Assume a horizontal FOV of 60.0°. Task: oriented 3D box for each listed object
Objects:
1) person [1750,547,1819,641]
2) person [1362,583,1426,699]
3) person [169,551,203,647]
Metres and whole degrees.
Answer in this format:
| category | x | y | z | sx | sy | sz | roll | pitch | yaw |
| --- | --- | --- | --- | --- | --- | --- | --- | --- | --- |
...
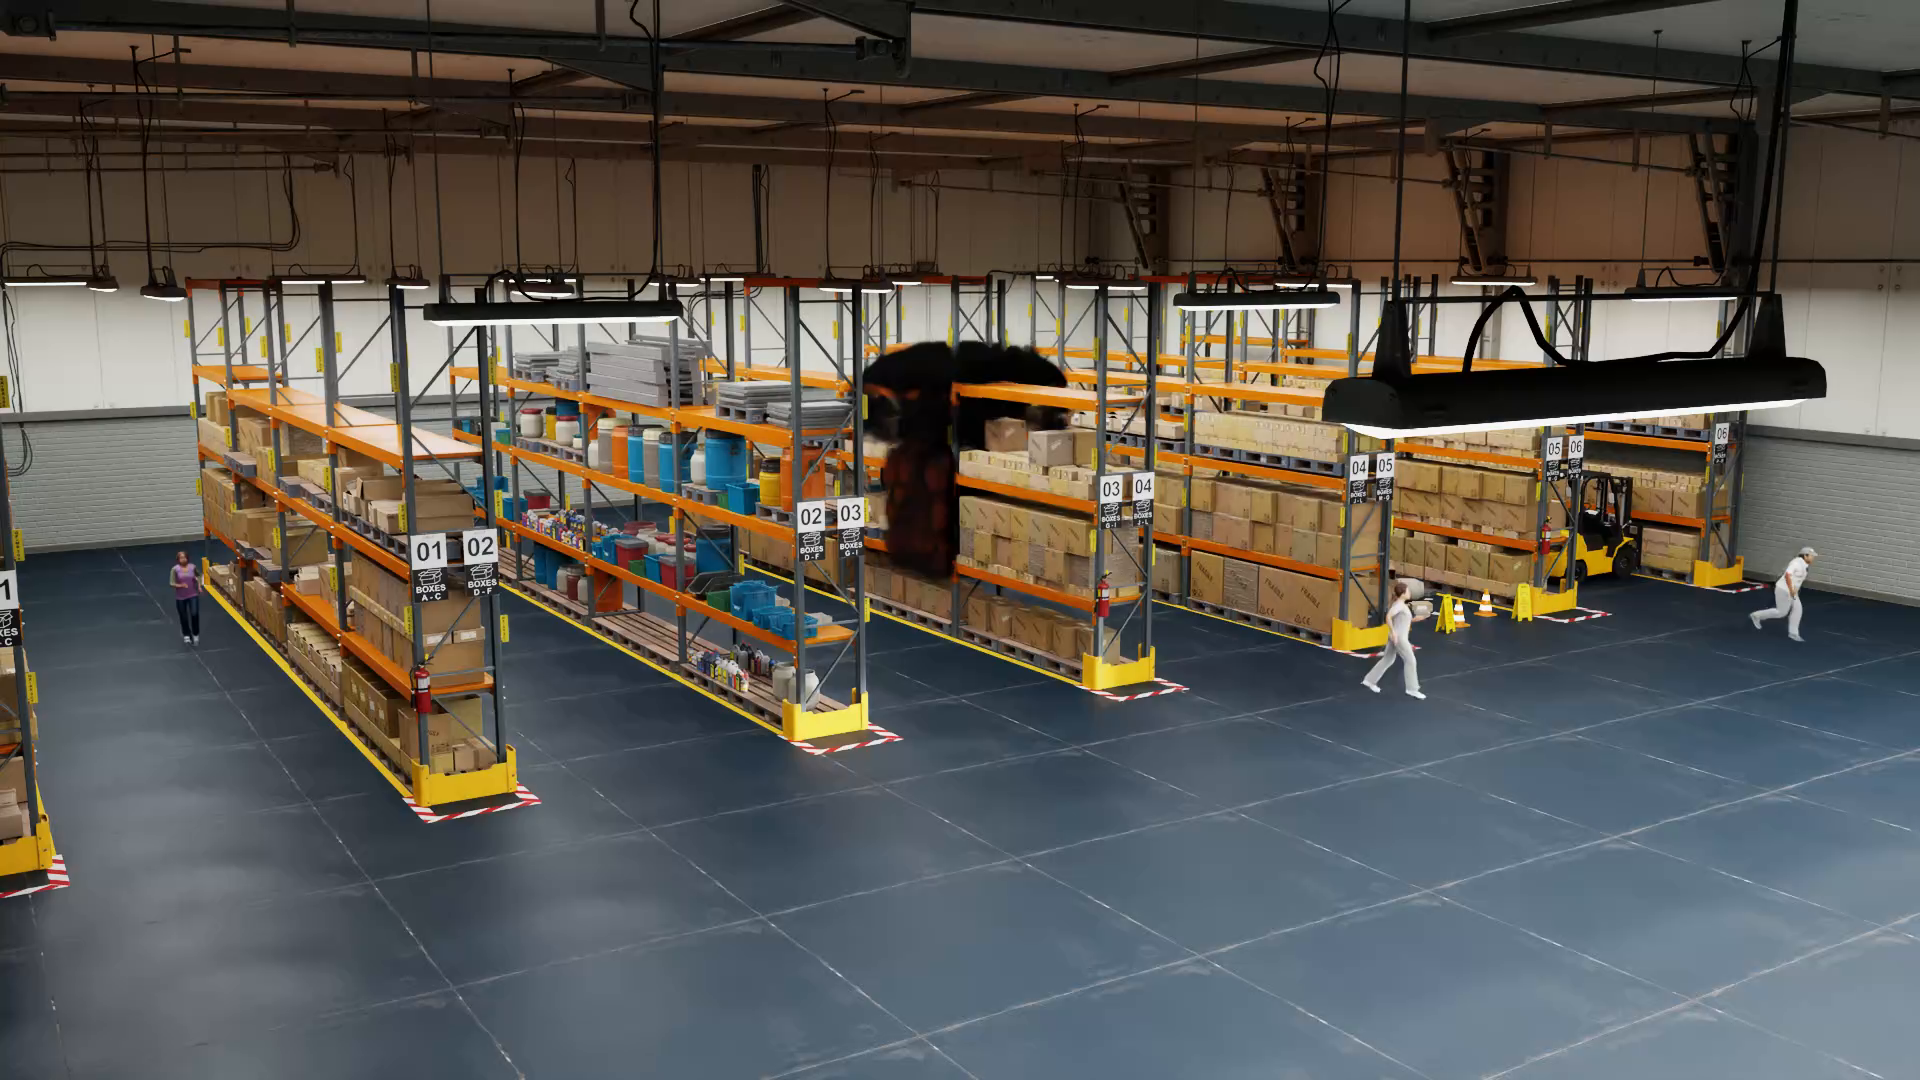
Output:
| category | x | y | z | sx | sy | sz | roll | pitch | yaw |
| --- | --- | --- | --- | --- | --- | --- | --- | --- | --- |
| person | 13.912 | 0.892 | 28.084 | 0.965 | 1.624 | 0.615 | 5 | 11 | 28 |
| person | 6.335 | 1.462 | 24.166 | 0.910 | 1.696 | 0.546 | 1 | 10 | 3 |
| person | -12.740 | 0.971 | 27.426 | 0.508 | 1.604 | 0.667 | -5 | 11 | -27 |
